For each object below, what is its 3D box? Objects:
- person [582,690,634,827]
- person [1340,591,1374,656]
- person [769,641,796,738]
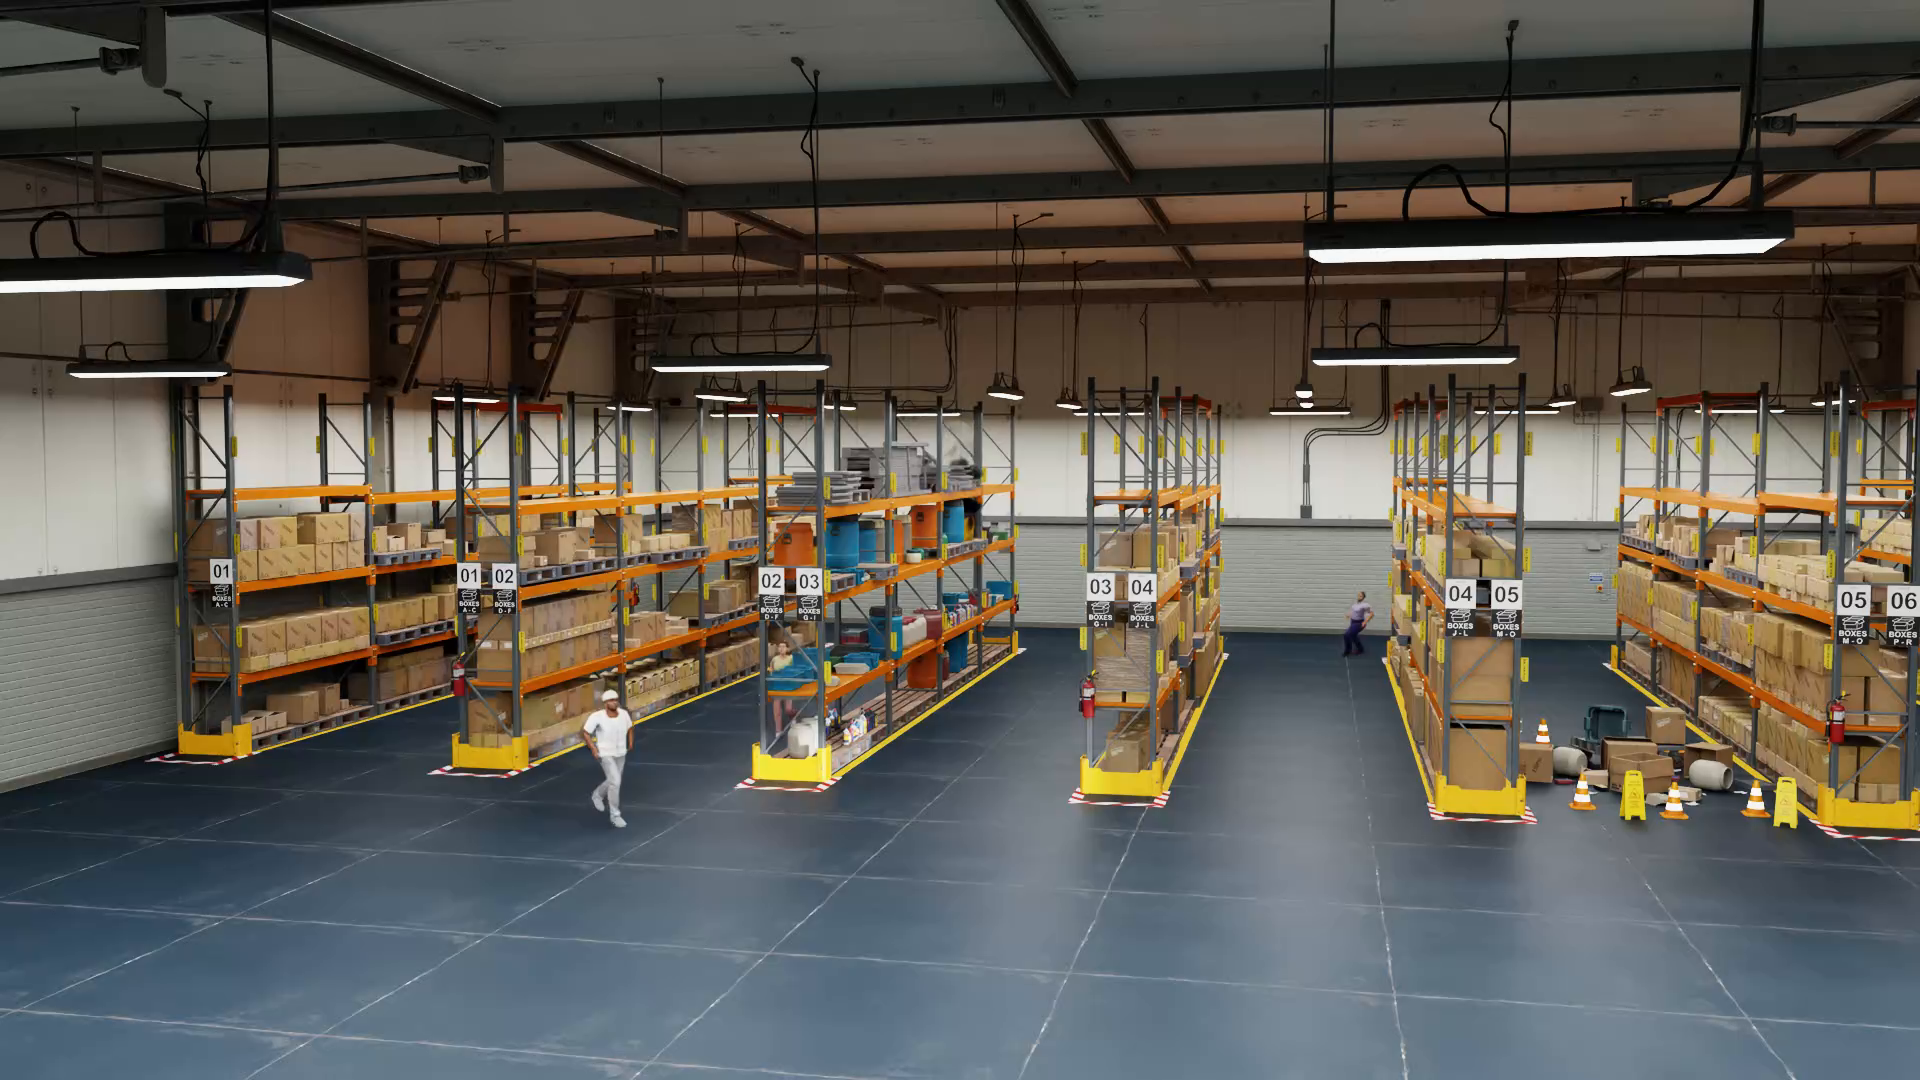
[{"bbox_3d":[-4.677,2.876,22.201,0.696,1.786,0.847,-3,5,-45],"label":"person"},{"bbox_3d":[9.458,2.017,39.743,0.686,1.614,0.752,0,3,0],"label":"person"},{"bbox_3d":[-3.063,2.564,28.823,0.590,1.640,0.859,1,3,9],"label":"person"}]
